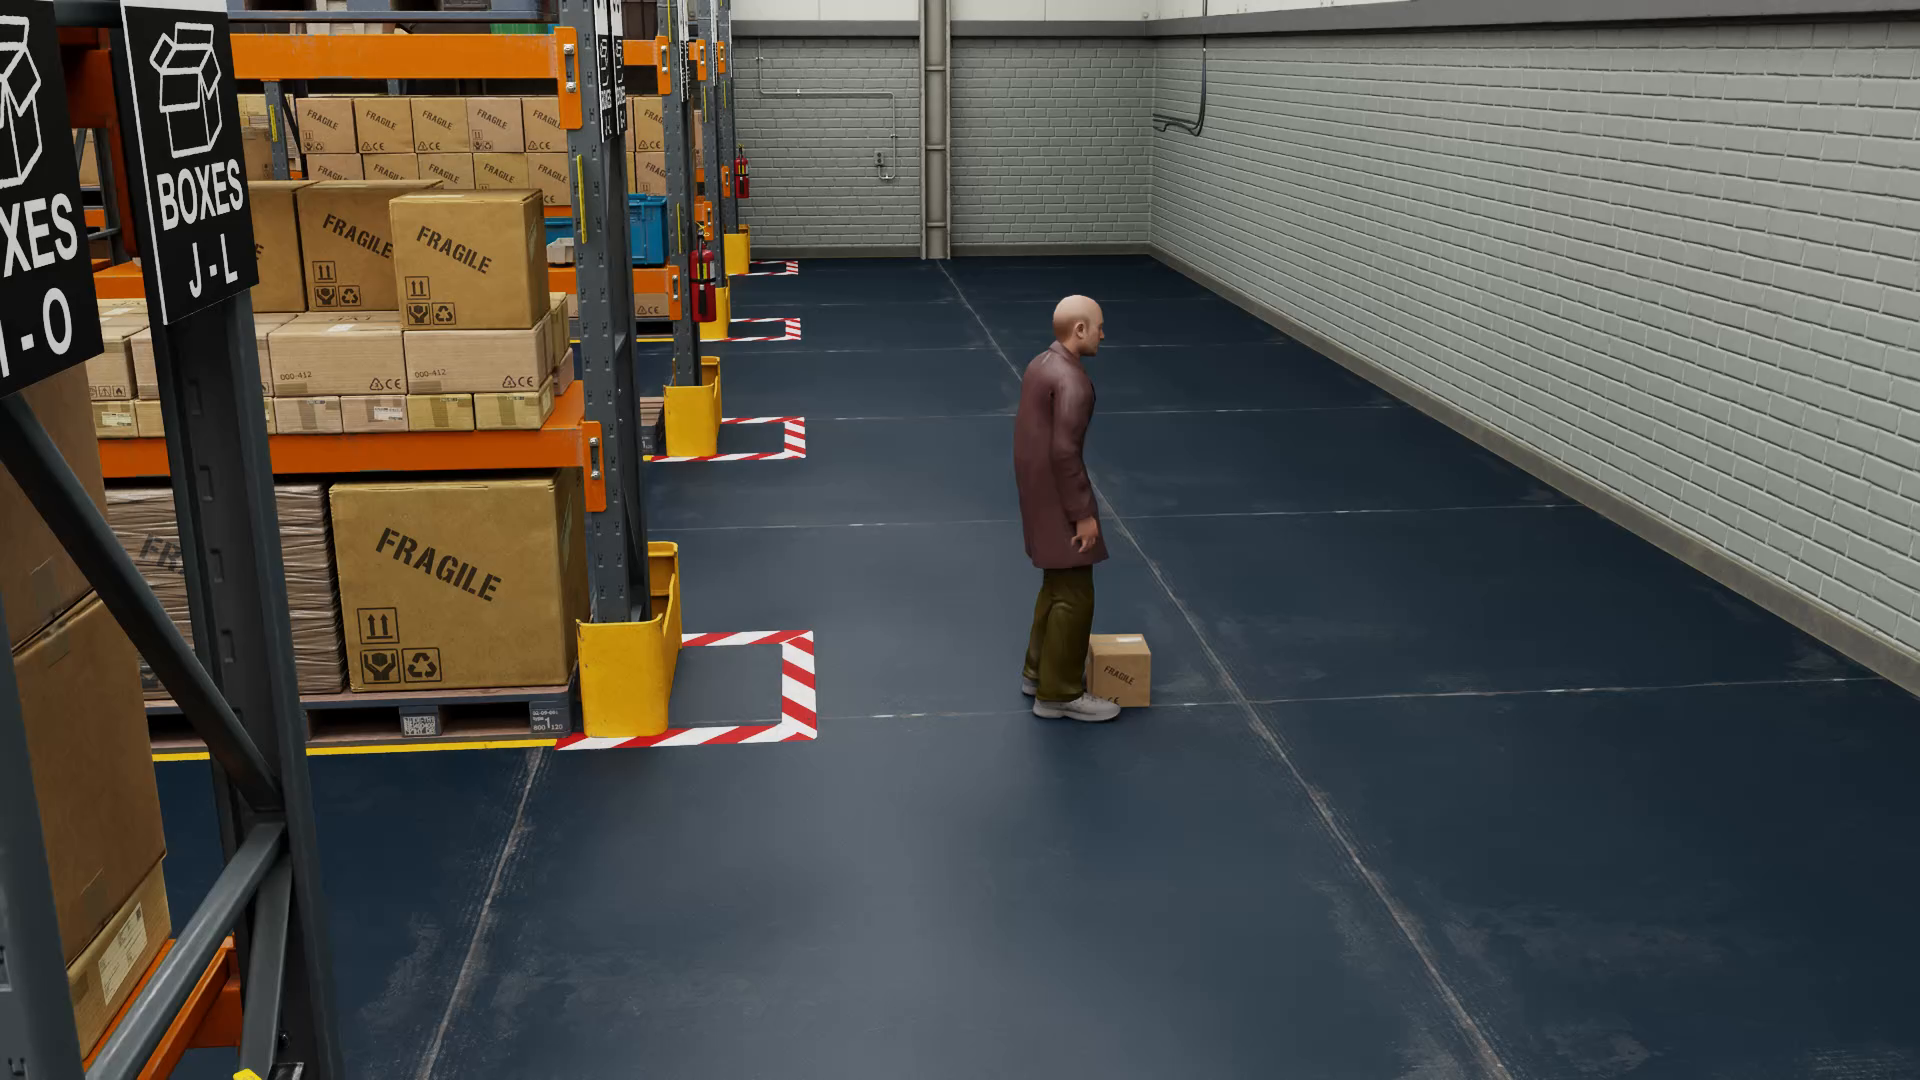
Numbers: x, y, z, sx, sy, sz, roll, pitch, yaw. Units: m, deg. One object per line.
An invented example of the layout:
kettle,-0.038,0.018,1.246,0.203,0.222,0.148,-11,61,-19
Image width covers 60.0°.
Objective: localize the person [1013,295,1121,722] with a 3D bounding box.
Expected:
person,0.444,-0.150,7.074,0.429,1.772,0.646,-3,17,-9
